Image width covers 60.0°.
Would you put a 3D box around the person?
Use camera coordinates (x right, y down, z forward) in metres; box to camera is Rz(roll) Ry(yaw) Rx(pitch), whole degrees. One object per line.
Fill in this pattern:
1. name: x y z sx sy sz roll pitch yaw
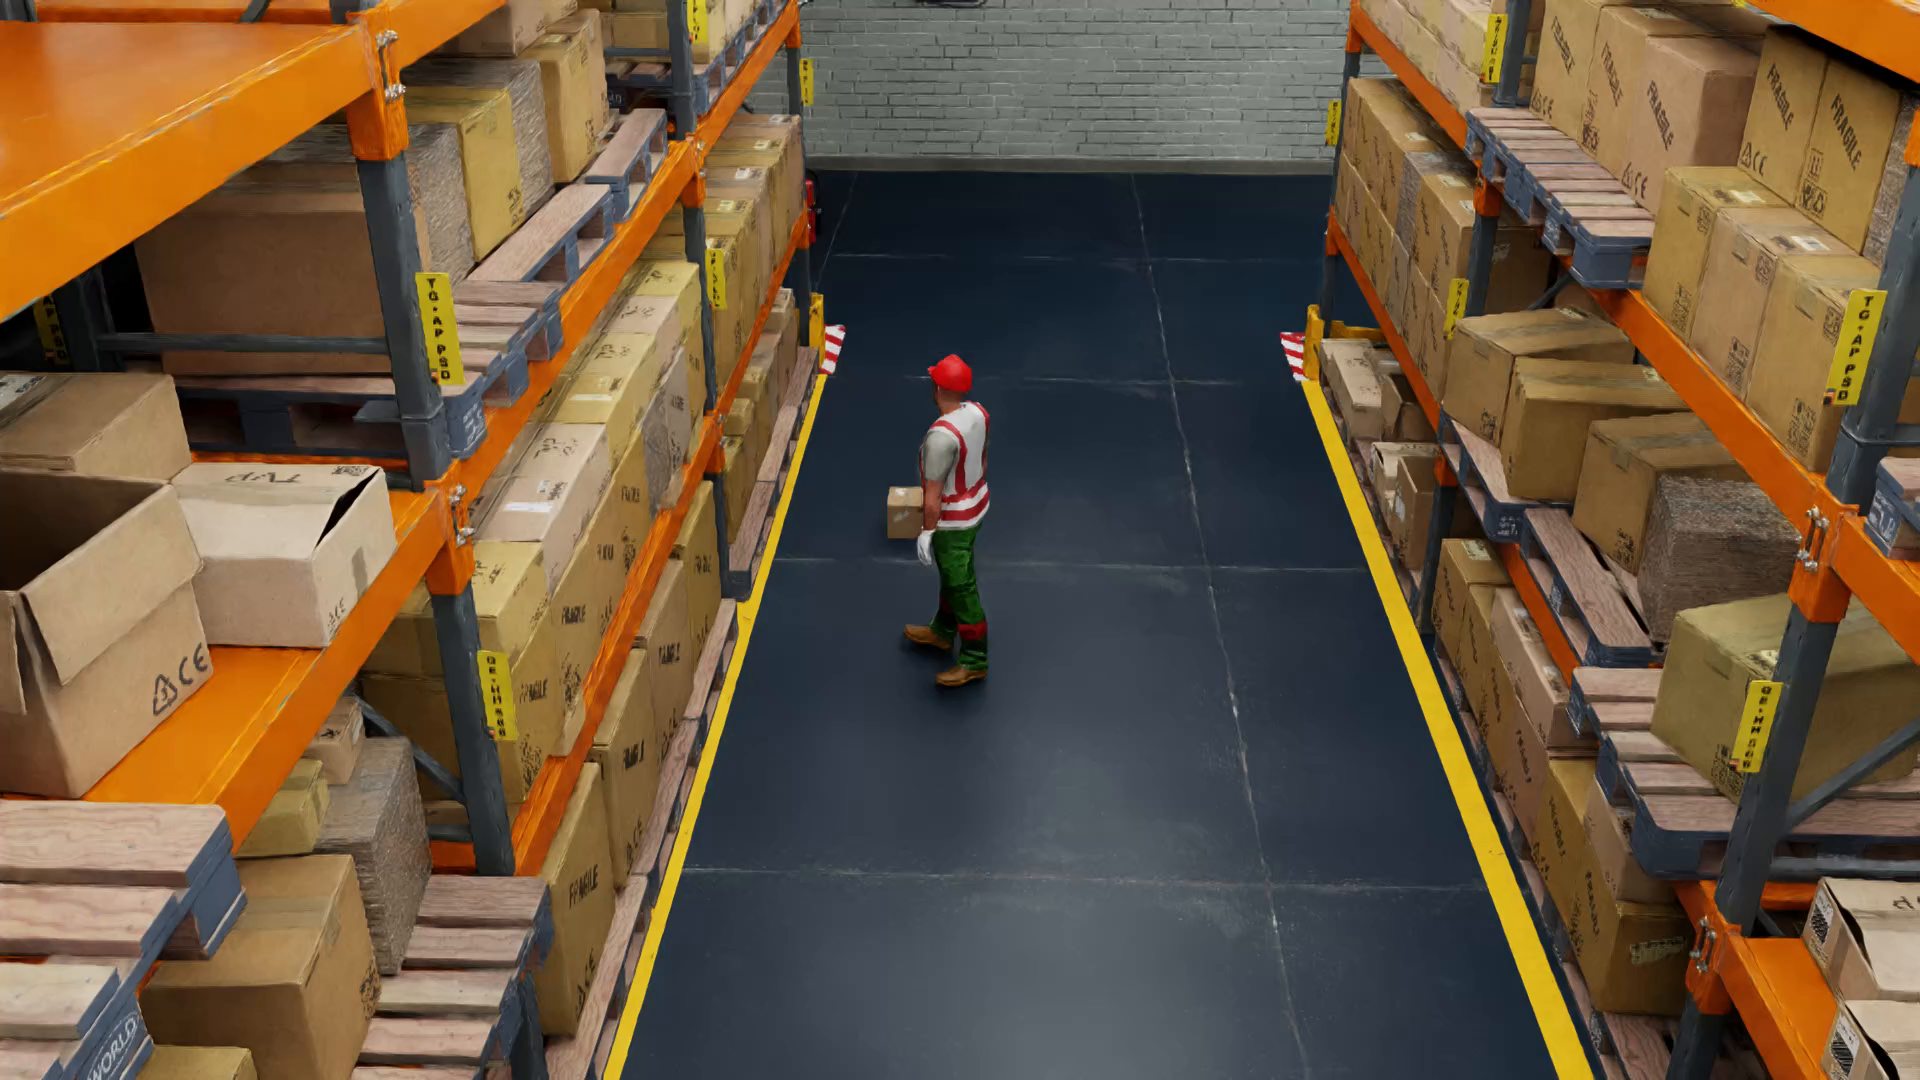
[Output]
1. person: -0.076 -0.144 8.817 0.586 1.787 0.682 10 29 18
